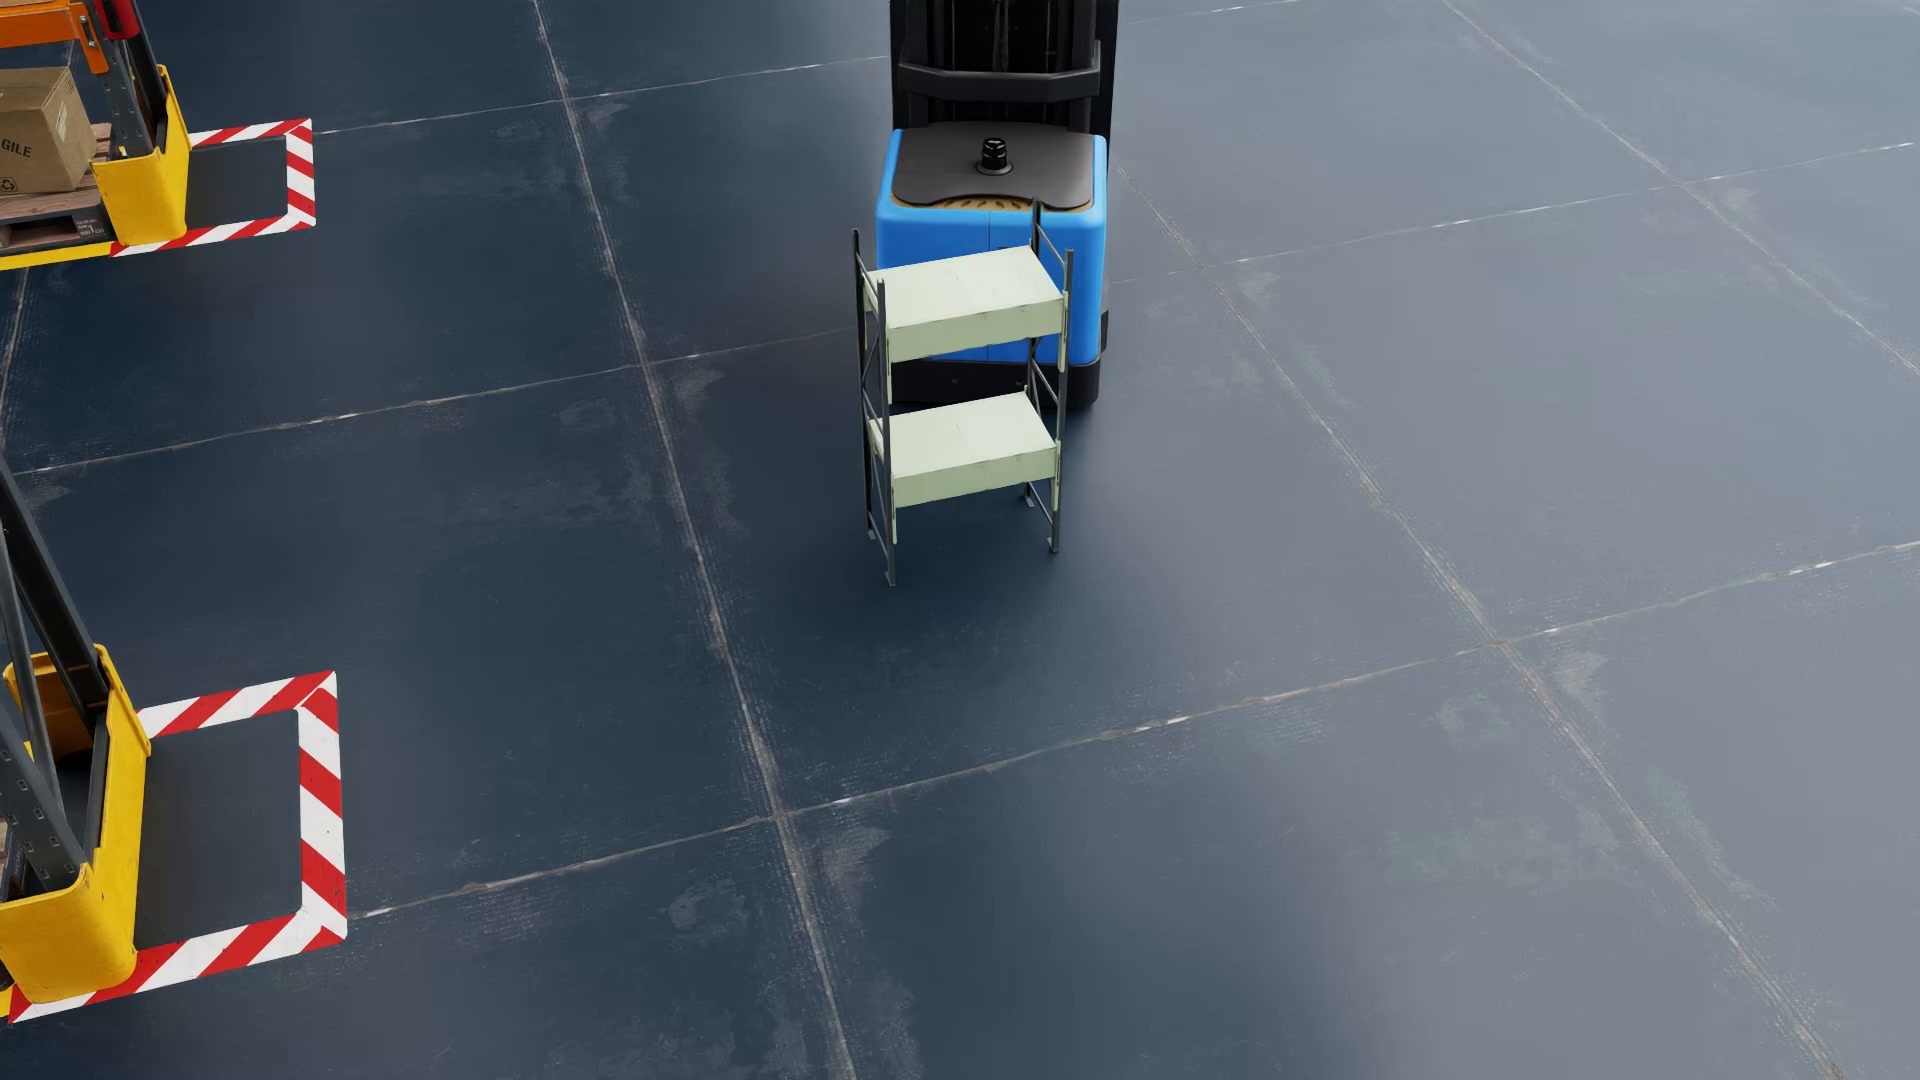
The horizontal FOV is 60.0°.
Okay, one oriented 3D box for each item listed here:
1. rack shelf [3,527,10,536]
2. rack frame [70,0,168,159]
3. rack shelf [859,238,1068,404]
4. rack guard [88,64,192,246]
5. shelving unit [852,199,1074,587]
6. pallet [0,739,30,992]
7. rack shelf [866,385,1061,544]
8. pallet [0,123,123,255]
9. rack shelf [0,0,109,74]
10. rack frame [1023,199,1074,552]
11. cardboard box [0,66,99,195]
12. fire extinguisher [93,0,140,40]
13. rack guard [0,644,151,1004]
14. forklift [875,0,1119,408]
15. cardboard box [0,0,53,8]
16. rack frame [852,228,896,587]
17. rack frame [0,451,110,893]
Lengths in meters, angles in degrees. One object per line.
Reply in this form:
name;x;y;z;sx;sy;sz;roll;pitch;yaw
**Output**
rack shelf;-4.949;0.636;4.789;4.000;0.370;1.077;-12;42;-13
rack frame;-4.529;-3.138;8.562;0.127;3.000;1.000;-12;42;-13
rack shelf;0.006;-0.860;6.501;0.720;0.370;0.431;-12;42;-13
rack guard;-4.602;-2.182;9.367;0.348;0.500;1.175;-12;42;-13
shelving unit;0.006;-0.566;6.758;0.755;1.500;0.431;-12;42;-13
pallet;-3.877;1.222;5.691;1.213;0.211;1.003;-12;42;-13
rack shelf;0.006;-0.321;6.973;0.720;0.370;0.431;-12;42;-13
pallet;-5.387;-1.935;9.304;1.213;0.211;1.003;-12;42;-13
rack shelf;-6.437;-2.472;8.346;4.000;0.370;1.077;-12;42;-13
rack frame;0.355;-0.638;6.841;0.023;1.500;0.400;-12;42;-13
cardboard box;-5.130;-2.242;9.117;0.500;0.500;0.500;-4;41;-5
fire extinguisher;-4.282;-2.842;8.282;0.183;0.674;0.296;-12;42;-13
rack guard;-3.100;0.956;5.776;0.348;0.500;1.175;-12;42;-13
forklift;0.225;-2.685;8.096;1.130;2.935;3.031;2;41;3
cardboard box;-4.739;-2.858;8.432;0.250;0.149;0.380;-12;42;-13
rack frame;-0.343;-0.494;6.675;0.023;1.500;0.400;-12;42;-13
rack frame;-3.042;-0.030;5.004;0.127;3.000;1.000;-12;42;-13
